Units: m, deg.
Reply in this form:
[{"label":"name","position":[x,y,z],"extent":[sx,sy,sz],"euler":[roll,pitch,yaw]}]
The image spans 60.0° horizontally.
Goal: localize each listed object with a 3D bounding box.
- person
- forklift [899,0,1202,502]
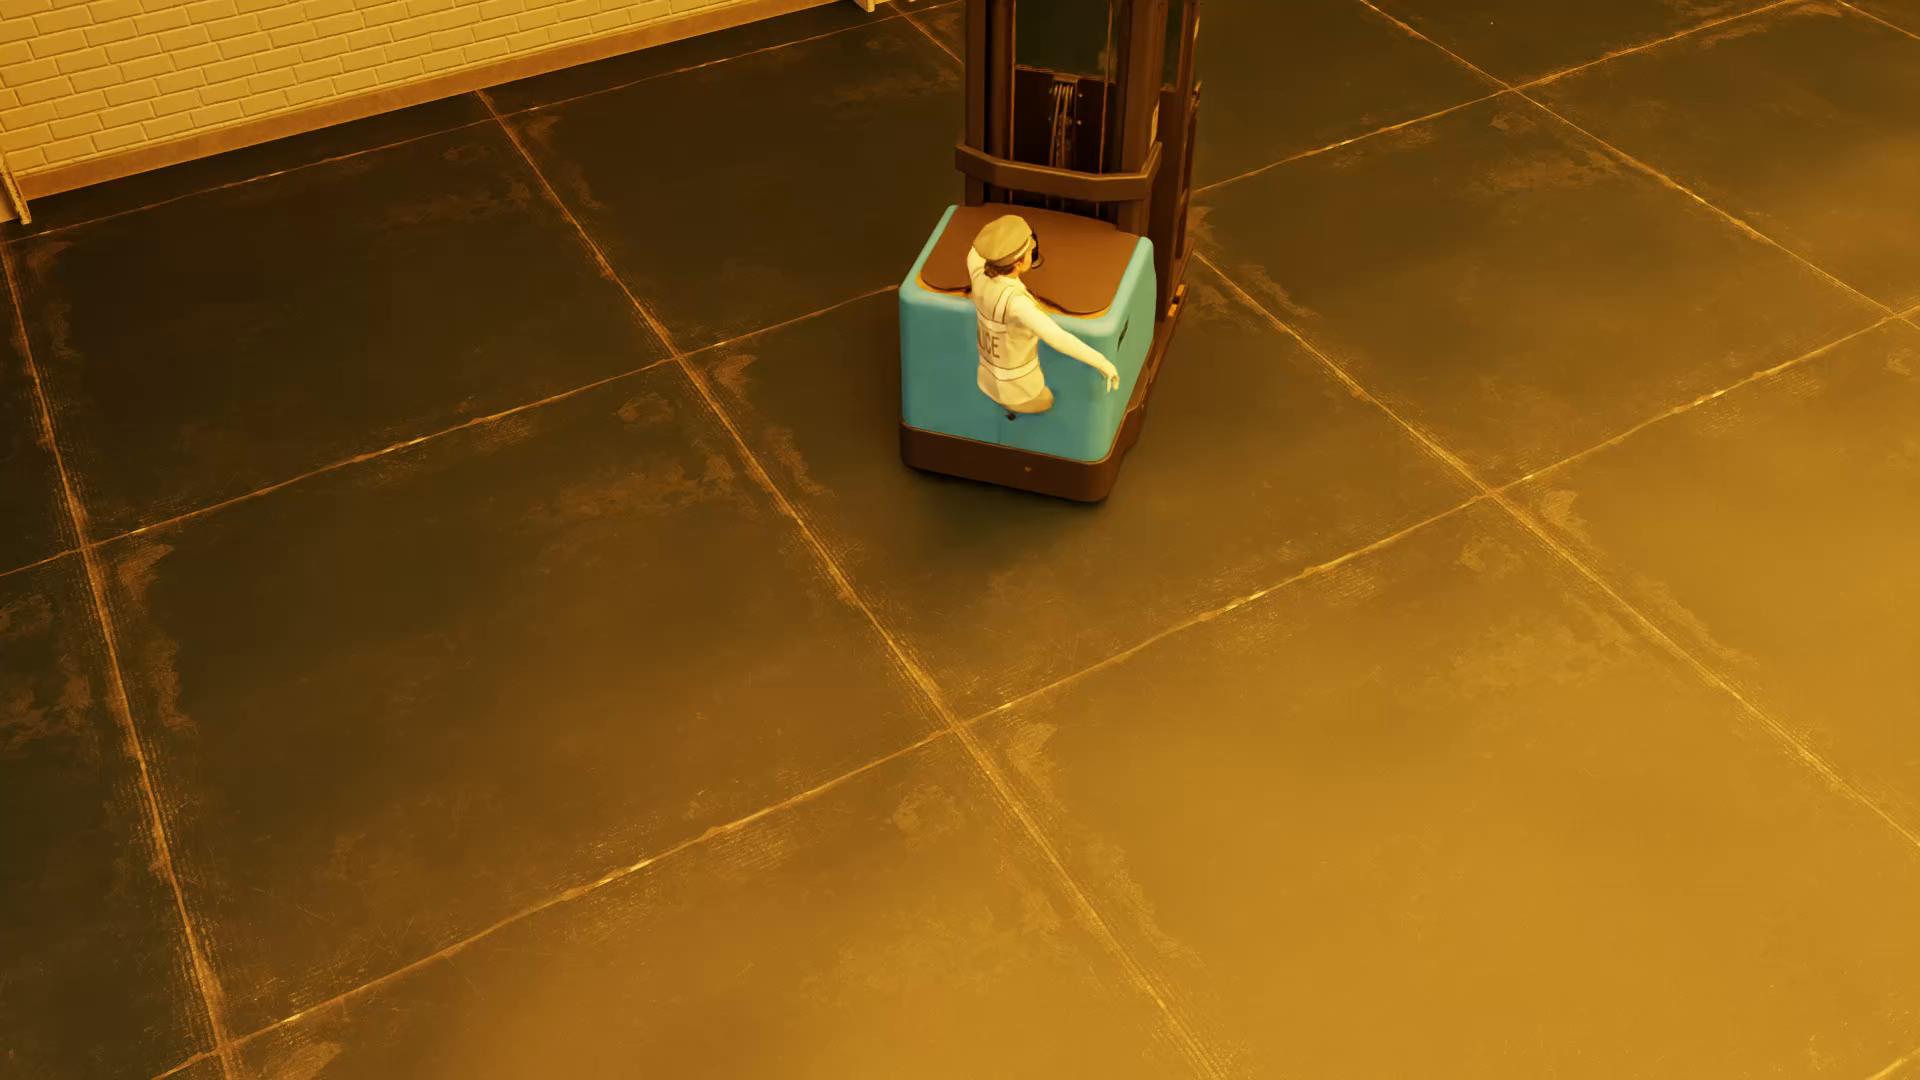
[{"label":"person","position":[0.446,-0.873,7.706],"extent":[0.781,1.469,1.041],"euler":[-23,47,-23]},{"label":"forklift","position":[0.634,-2.273,8.148],"extent":[1.130,2.935,3.031],"euler":[12,44,13]}]
